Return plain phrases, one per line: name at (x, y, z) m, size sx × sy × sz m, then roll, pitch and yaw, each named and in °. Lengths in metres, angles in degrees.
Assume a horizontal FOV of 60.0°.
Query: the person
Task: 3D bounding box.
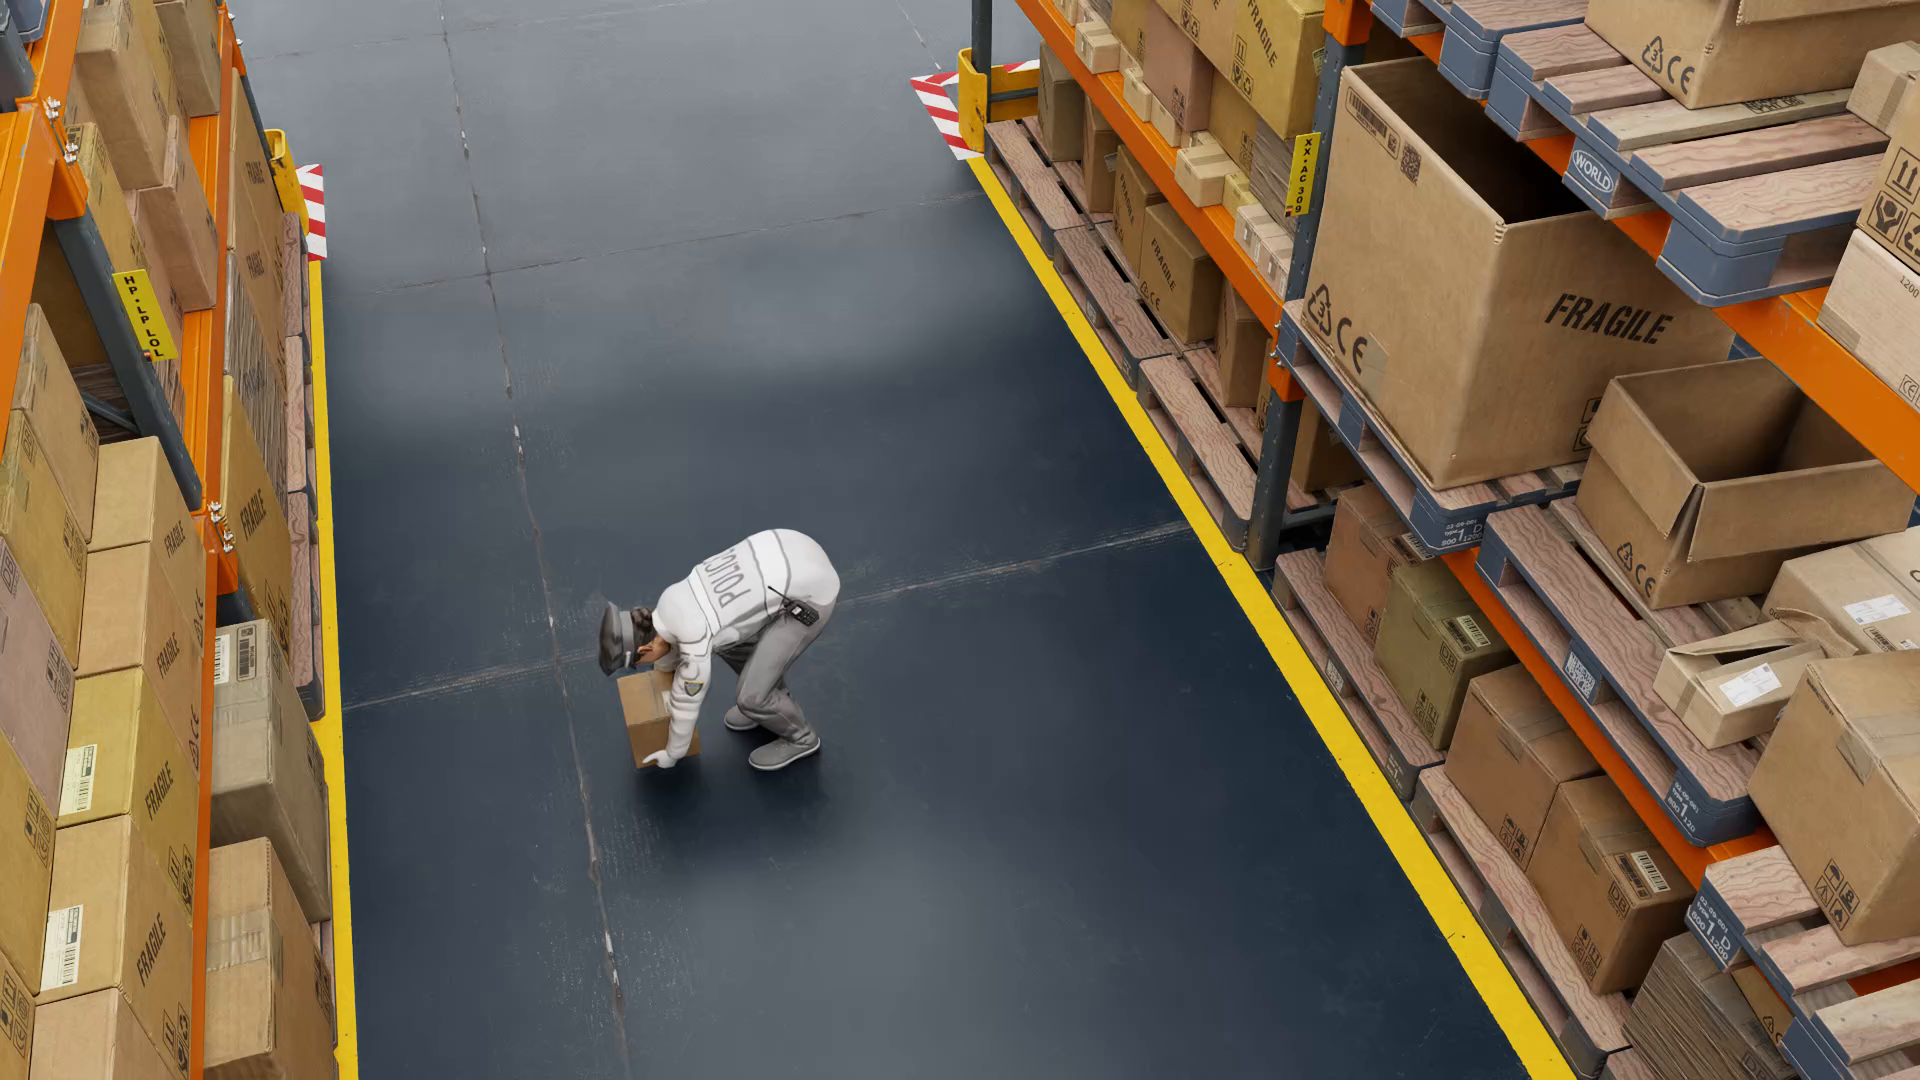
person at (-0.885, 0.449, 6.184) m, size 0.880 × 0.829 × 0.441 m, roll -14°, pitch 44°, yaw -15°
